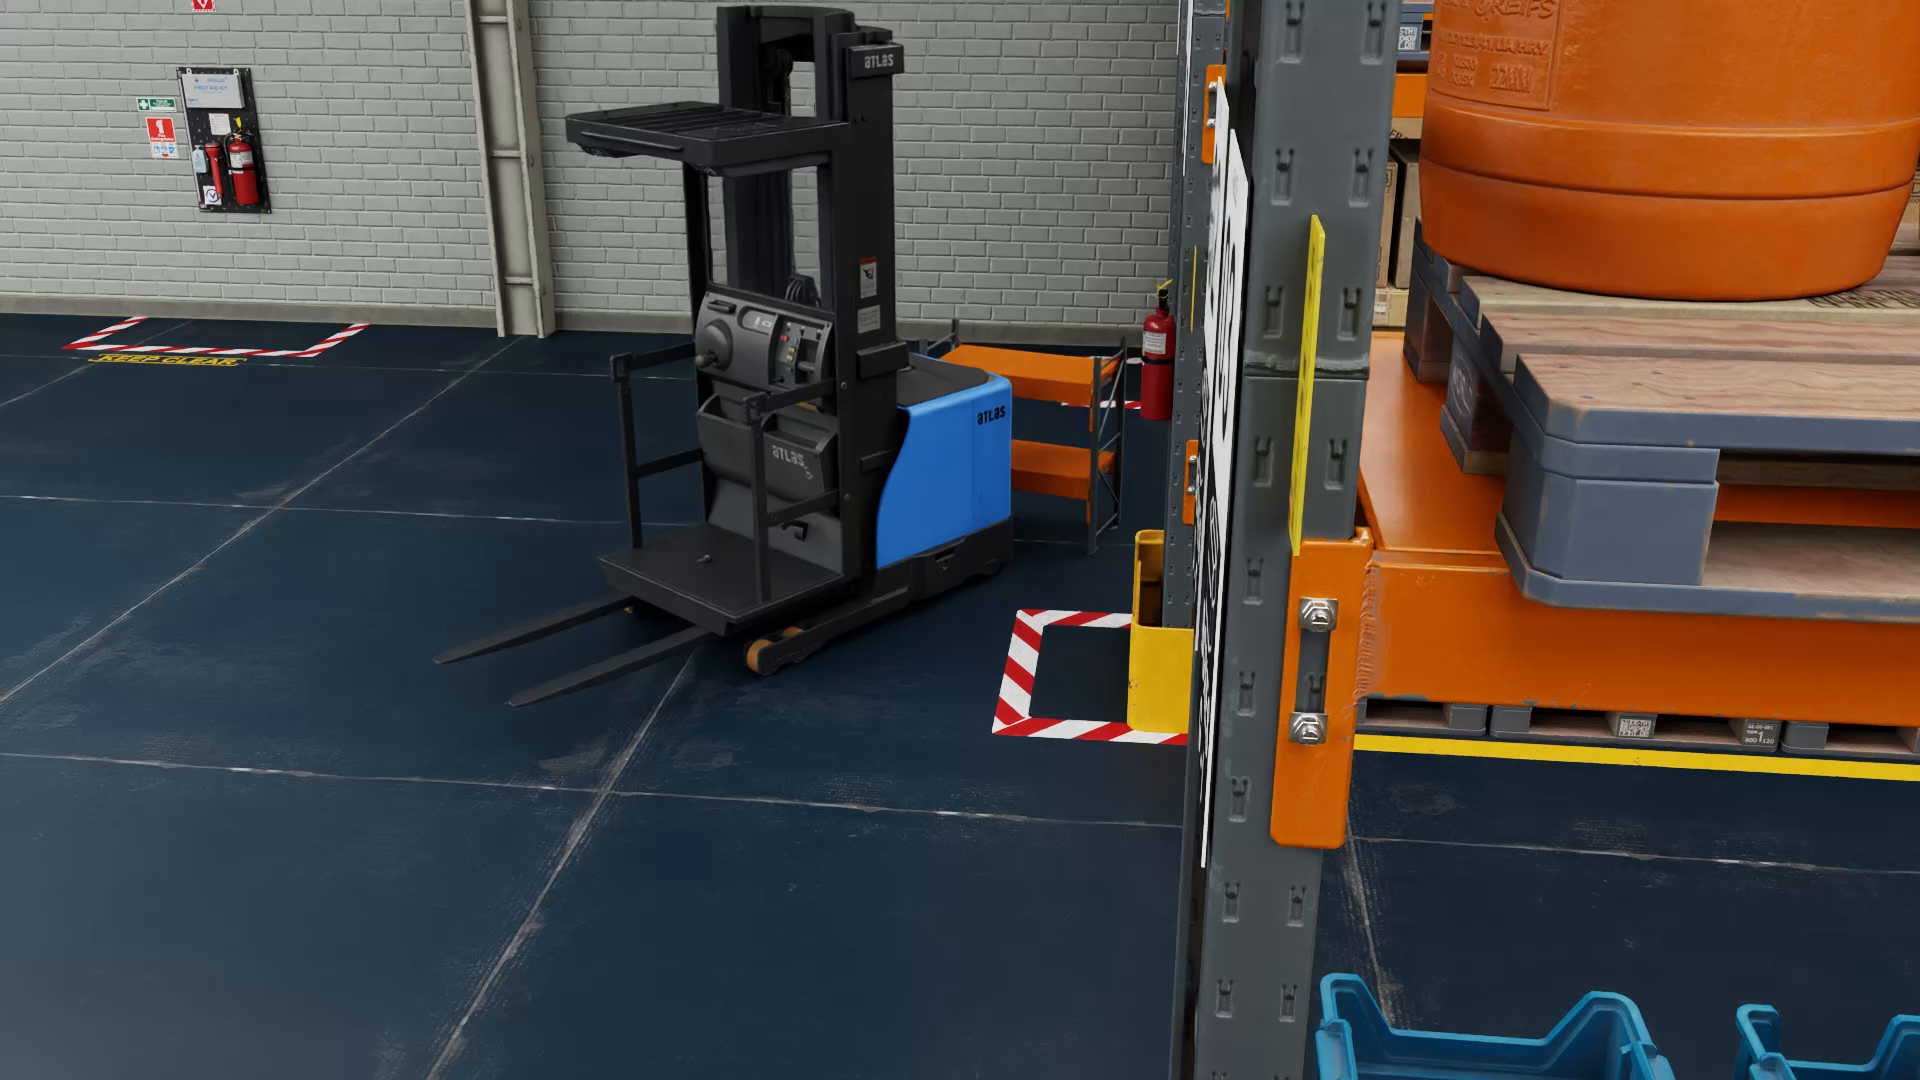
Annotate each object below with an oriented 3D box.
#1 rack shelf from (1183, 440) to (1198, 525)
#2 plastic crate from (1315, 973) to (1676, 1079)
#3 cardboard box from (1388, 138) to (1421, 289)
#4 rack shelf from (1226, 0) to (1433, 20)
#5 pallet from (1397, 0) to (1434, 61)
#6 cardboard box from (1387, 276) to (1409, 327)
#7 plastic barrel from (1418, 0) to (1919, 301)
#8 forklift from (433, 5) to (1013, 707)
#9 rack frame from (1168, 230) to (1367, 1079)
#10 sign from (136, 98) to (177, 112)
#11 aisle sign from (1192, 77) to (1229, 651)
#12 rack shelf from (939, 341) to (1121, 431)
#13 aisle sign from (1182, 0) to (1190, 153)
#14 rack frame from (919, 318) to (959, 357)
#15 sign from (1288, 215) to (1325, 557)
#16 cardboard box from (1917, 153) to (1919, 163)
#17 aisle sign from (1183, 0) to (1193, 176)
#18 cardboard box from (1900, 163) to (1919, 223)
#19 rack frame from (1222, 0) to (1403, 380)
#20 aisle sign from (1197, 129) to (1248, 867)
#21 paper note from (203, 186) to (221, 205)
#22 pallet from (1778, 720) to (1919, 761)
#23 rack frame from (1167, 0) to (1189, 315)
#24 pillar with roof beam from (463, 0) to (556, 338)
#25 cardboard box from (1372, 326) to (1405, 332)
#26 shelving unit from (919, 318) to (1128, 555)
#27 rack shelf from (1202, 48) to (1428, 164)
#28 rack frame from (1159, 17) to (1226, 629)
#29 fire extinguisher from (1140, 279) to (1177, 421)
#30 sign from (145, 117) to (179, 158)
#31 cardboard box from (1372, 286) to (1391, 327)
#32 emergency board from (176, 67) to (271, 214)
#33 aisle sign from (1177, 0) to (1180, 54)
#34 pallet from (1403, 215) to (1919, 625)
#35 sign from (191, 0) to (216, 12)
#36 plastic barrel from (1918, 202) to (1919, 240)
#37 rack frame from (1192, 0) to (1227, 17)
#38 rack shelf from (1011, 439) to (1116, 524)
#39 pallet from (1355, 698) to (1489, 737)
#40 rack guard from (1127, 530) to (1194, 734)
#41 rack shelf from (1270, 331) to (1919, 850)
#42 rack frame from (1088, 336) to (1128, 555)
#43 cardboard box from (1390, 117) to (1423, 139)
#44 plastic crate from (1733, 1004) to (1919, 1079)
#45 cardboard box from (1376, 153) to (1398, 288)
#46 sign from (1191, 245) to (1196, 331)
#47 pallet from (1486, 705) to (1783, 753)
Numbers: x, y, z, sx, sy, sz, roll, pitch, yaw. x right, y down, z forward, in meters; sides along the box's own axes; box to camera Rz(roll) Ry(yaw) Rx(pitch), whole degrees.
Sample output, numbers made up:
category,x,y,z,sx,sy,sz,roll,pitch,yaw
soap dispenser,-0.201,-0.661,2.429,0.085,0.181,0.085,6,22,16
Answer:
category,x,y,z,sx,sy,sz,roll,pitch,yaw
rack shelf,2.984,-0.340,7.198,4.000,0.370,1.077,2,22,6
plastic crate,0.944,1.029,2.960,0.616,0.251,0.499,2,22,6
cardboard box,2.036,-1.363,6.907,0.500,0.500,0.700,2,22,5
rack shelf,3.564,-3.544,11.222,4.000,0.370,1.077,2,22,6
pallet,1.697,-2.075,6.648,1.213,0.211,1.003,2,22,6
cardboard box,1.873,-0.992,6.850,0.250,0.149,0.380,3,22,7
plastic barrel,0.909,-0.768,2.067,0.708,0.830,0.600,2,22,6
forklift,-1.090,-0.939,7.828,1.130,2.935,3.031,19,29,40
rack frame,0.412,1.047,2.711,0.127,3.000,1.000,2,22,6
sign,-6.567,-3.557,13.588,0.331,0.109,0.001,2,22,6
aisle sign,0.375,-0.273,2.515,0.004,0.787,0.394,2,22,6
rack shelf,0.354,-0.873,9.321,1.000,0.278,0.538,9,23,21
aisle sign,0.968,-2.080,7.085,0.004,0.787,0.394,2,22,6
rack frame,-0.114,-0.673,9.612,0.032,1.125,0.500,9,23,21
sign,0.343,-0.151,1.650,0.005,0.325,0.100,2,22,6
cardboard box,4.027,-1.276,6.687,0.500,0.500,0.700,2,22,6
aisle sign,0.897,-1.861,6.531,0.004,0.787,0.394,2,22,6
cardboard box,3.530,-1.298,6.742,0.500,0.500,0.700,2,22,6
rack frame,0.412,-1.743,1.608,0.127,3.000,1.000,2,22,6
aisle sign,0.306,-0.058,1.970,0.004,0.787,0.394,2,22,6
paper note,-6.201,-2.859,13.790,0.142,0.148,0.016,2,22,6
pallet,4.186,0.659,7.485,1.213,0.211,1.003,2,22,6
rack frame,1.578,-2.570,11.860,0.127,3.000,1.000,2,22,6
pillar with roof beam,-4.090,-4.333,8.160,0.400,9.000,9.100,2,22,6
cardboard box,1.982,-0.762,7.150,0.500,0.500,0.700,3,22,8
shelving unit,0.354,-0.600,9.428,1.048,1.125,0.538,9,23,21
rack shelf,2.984,-1.735,6.647,4.000,0.370,1.077,2,22,6
rack frame,0.998,-0.761,7.285,0.127,3.000,1.000,2,22,6
fire extinguisher,0.936,-0.900,7.741,0.183,0.674,0.296,2,22,6
sign,-6.570,-3.314,13.694,0.234,0.329,0.001,2,22,6
cardboard box,1.625,-1.003,6.879,0.250,0.149,0.380,2,22,5
emergency board,-6.033,-3.236,13.544,0.643,1.169,0.194,2,22,6
aisle sign,1.471,-3.672,11.113,0.004,0.787,0.394,2,22,6
pallet,1.222,-0.188,2.013,1.213,0.211,1.003,2,22,6
sign,-6.030,-4.350,13.211,0.199,0.298,0.001,2,22,6
plastic barrel,1.559,-0.627,2.040,0.600,0.588,0.600,0,22,0
rack frame,0.998,-3.551,6.182,0.127,3.000,1.000,2,22,6
rack shelf,0.354,-0.373,9.518,1.000,0.278,0.538,9,23,21
pallet,1.763,0.554,7.752,1.213,0.211,1.003,2,22,6
rack guard,0.974,0.400,7.747,0.348,0.500,1.175,2,22,6
rack shelf,2.398,0.073,2.073,4.000,0.370,1.077,2,22,6
rack frame,0.822,-0.528,9.244,0.032,1.125,0.500,9,23,21
cardboard box,3.018,-2.678,11.290,0.500,0.500,0.500,2,22,5
plastic crate,1.588,1.059,2.883,0.408,0.251,0.499,2,22,6
cardboard box,1.513,-1.384,6.959,0.500,0.500,0.700,3,22,6
sign,0.927,-0.998,6.599,0.005,0.325,0.100,2,22,6
pallet,2.971,0.607,7.617,1.213,0.211,1.003,2,22,6
